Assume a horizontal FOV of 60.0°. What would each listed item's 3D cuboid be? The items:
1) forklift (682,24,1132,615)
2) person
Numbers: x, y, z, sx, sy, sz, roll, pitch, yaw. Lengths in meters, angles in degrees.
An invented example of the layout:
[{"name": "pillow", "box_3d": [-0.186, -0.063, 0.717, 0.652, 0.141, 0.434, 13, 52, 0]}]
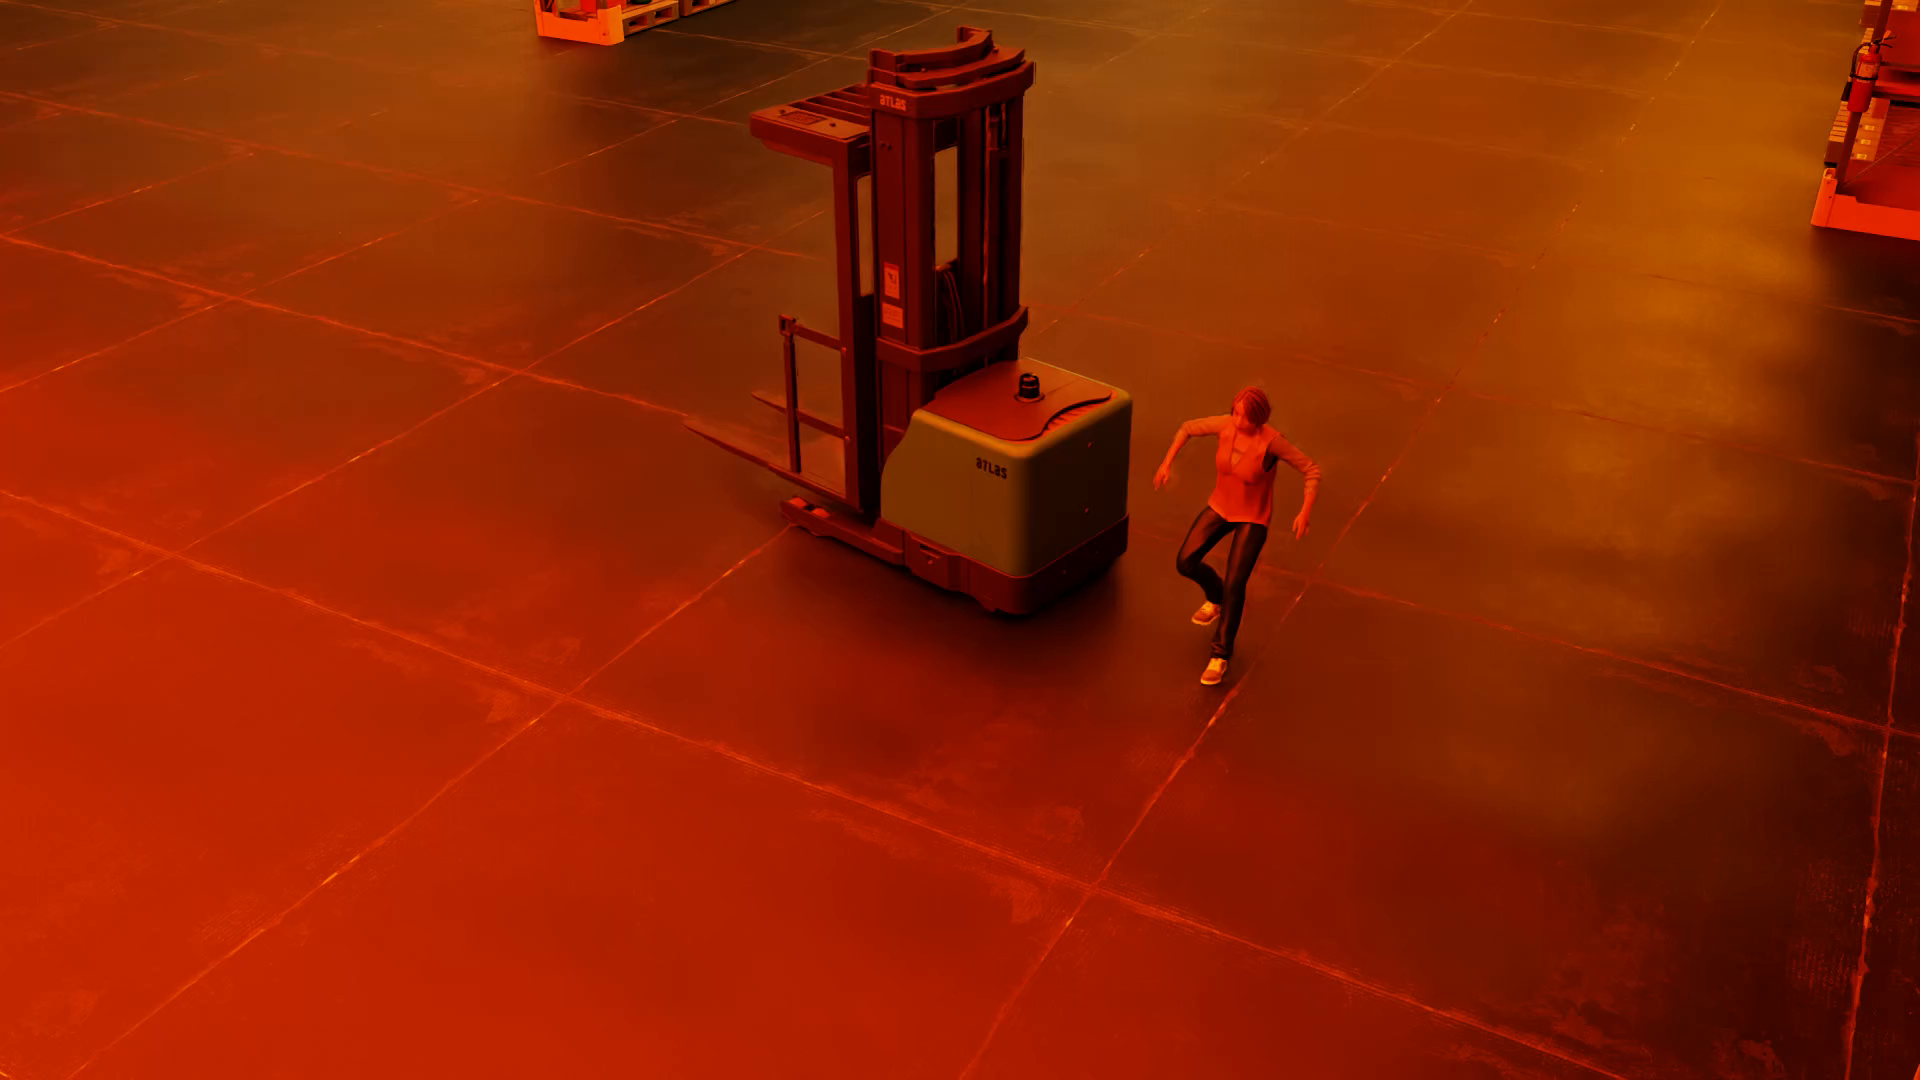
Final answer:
[{"name": "forklift", "box_3d": [-0.462, -1.469, 9.616, 3.031, 2.935, 1.130, 24, 37, 35]}, {"name": "person", "box_3d": [1.362, -0.063, 8.620, 0.891, 1.473, 0.727, 25, 38, 36]}]
